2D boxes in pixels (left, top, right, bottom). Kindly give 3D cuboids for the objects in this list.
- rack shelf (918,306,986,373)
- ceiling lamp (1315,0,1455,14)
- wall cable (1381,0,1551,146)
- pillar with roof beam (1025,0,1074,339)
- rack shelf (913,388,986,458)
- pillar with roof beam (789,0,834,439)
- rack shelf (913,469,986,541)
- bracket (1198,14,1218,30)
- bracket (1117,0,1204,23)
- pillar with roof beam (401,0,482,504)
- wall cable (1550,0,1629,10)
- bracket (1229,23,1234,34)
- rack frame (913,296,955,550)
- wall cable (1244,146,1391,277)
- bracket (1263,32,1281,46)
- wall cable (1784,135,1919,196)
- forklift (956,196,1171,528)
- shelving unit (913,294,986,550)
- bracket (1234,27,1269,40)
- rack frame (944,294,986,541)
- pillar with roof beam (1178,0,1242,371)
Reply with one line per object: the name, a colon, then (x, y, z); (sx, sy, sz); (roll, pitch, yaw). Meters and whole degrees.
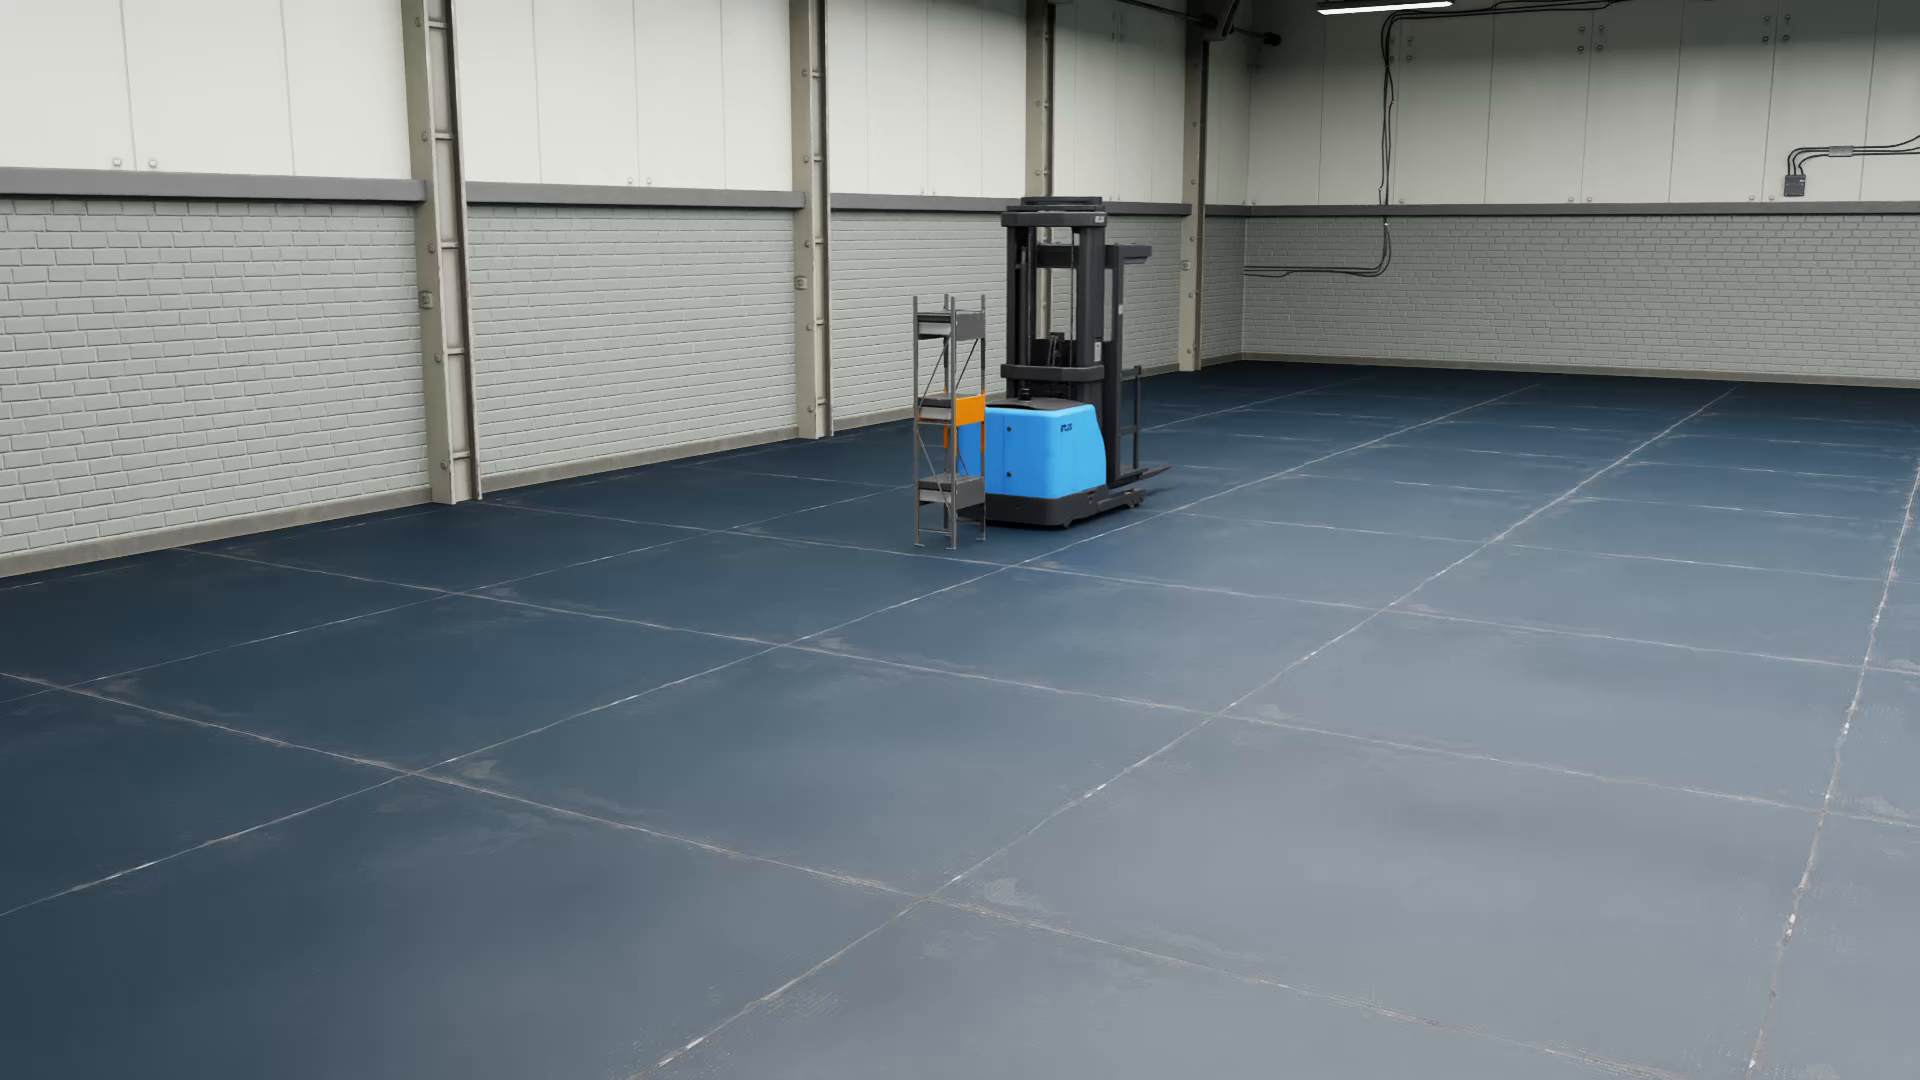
rack shelf: (-0.086, -1.681, 13.910); (0.431, 0.518, 0.480); (6, 12, 31)
ceiling lamp: (6.411, -9.455, 24.558); (2.000, 3.185, 0.800); (6, 12, 31)
wall cable: (9.329, -8.682, 31.005); (3.097, 2.526, 0.112); (6, 12, 31)
pillar with roof beam: (4.922, -6.293, 23.528); (9.100, 9.000, 0.548); (6, 12, 31)
rack shelf: (-0.086, -0.993, 14.039); (0.431, 0.518, 0.480); (6, 12, 31)
pillar with roof beam: (1.807, -5.349, 18.487); (9.100, 9.000, 0.400); (6, 12, 31)
rack shelf: (-0.086, -0.305, 14.168); (0.431, 0.518, 0.480); (6, 12, 31)
bracket: (4.445, -9.318, 29.904); (0.235, 0.232, 0.430); (6, 12, 31)
bracket: (3.108, -8.913, 27.739); (0.076, 0.066, 4.783); (6, 12, 31)
pillar with roof beam: (-1.308, -4.406, 13.447); (9.100, 9.000, 0.400); (6, 12, 31)
wall cable: (11.974, -10.622, 29.008); (3.097, 2.526, 0.112); (6, 12, 31)
bracket: (4.876, -9.448, 30.601); (0.235, 0.232, 0.430); (6, 12, 31)
rack frame: (-0.213, -0.968, 13.831); (0.400, 2.100, 0.015); (6, 12, 31)
wall cable: (7.017, -6.458, 32.851); (3.097, 2.526, 0.112); (6, 12, 31)
bracket: (6.107, -9.821, 32.592); (0.235, 0.232, 0.430); (6, 12, 31)
wall cable: (15.123, -8.747, 27.394); (2.305, 6.003, 0.169); (6, 12, 31)
forklift: (1.142, -1.779, 15.906); (1.130, 2.935, 3.031); (6, 12, 30)
shelving unit: (-0.086, -1.006, 14.036); (0.431, 2.100, 0.503); (6, 12, 31)
bracket: (5.800, -9.728, 32.096); (0.076, 0.066, 3.189); (6, 12, 31)
rack frame: (0.041, -1.044, 14.241); (0.400, 2.100, 0.015); (6, 12, 31)
pillar with roof beam: (8.037, -7.236, 28.568); (9.100, 9.000, 0.548); (6, 12, 31)
